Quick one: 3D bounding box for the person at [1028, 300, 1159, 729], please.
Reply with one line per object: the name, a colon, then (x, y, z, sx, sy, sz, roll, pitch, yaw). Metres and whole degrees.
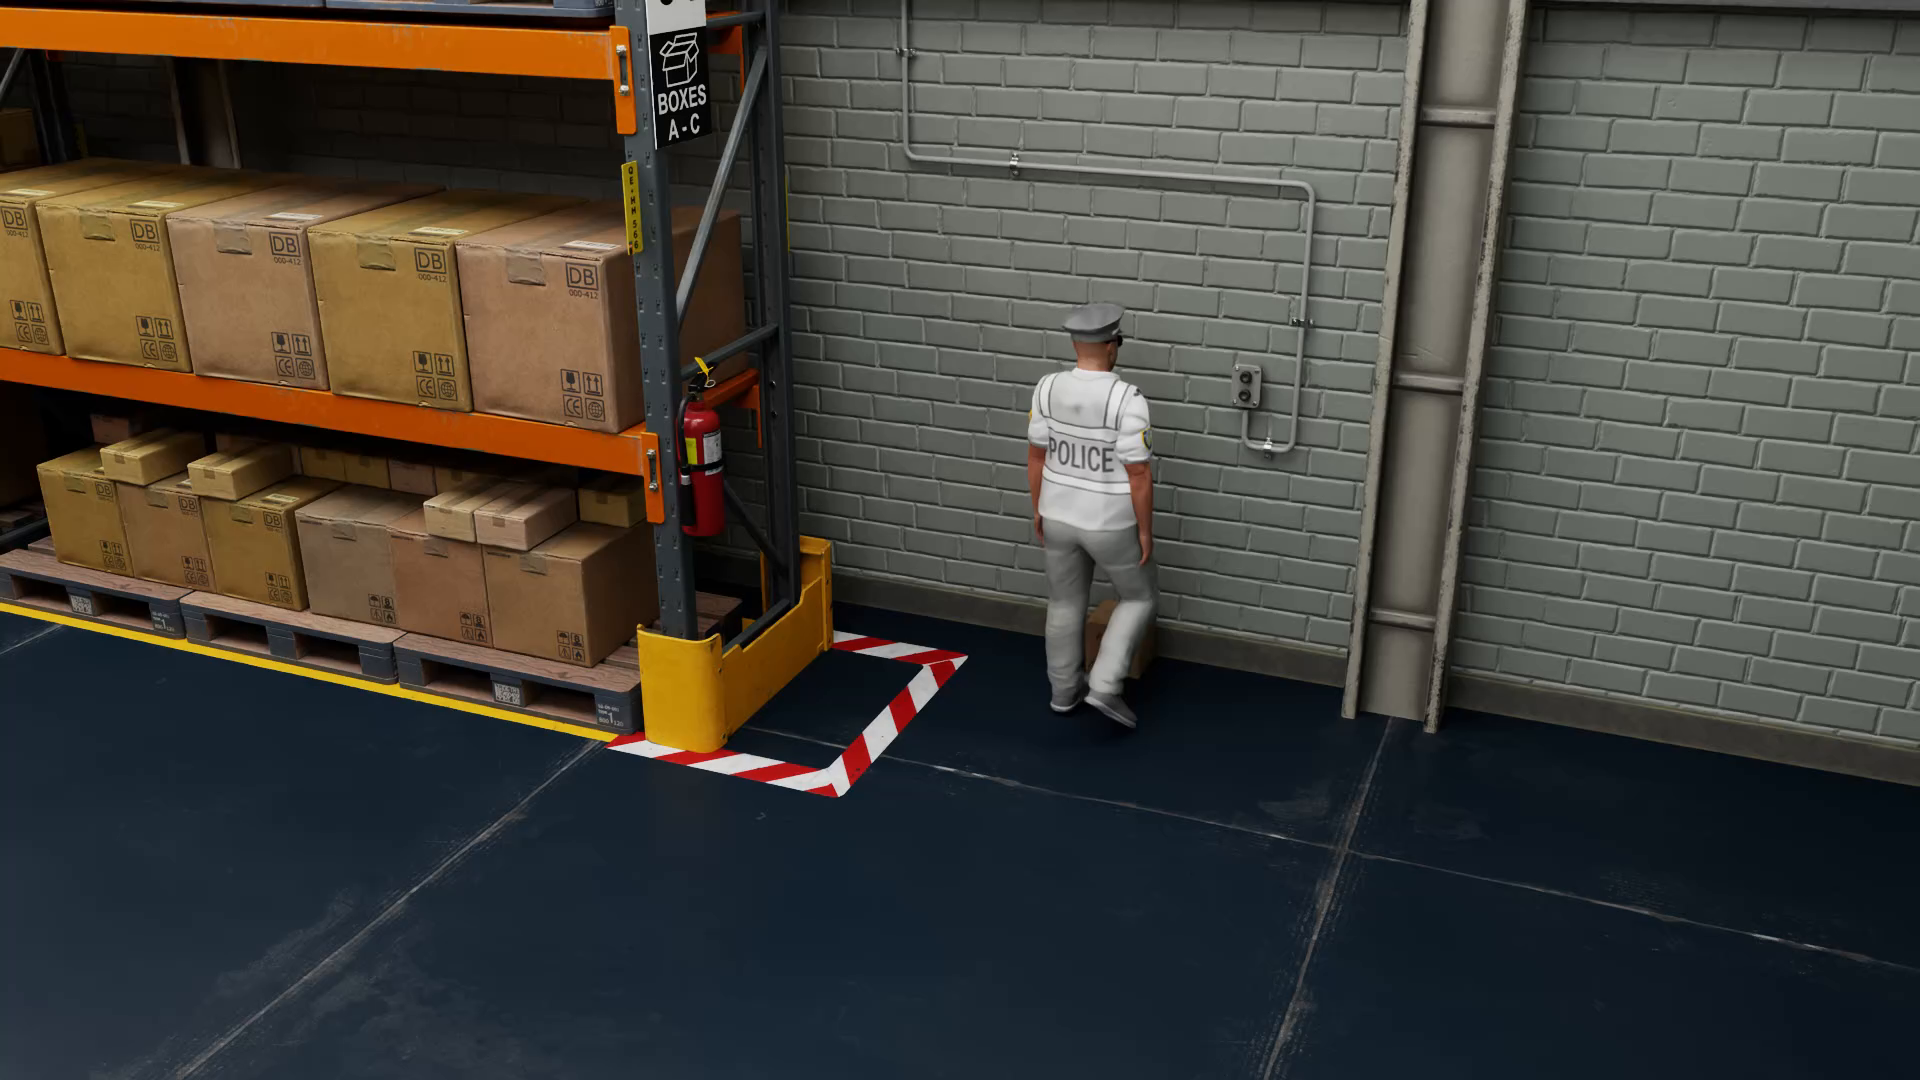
person: (0.531, -0.077, 6.743, 0.551, 1.776, 0.484, 12, 25, 27)
